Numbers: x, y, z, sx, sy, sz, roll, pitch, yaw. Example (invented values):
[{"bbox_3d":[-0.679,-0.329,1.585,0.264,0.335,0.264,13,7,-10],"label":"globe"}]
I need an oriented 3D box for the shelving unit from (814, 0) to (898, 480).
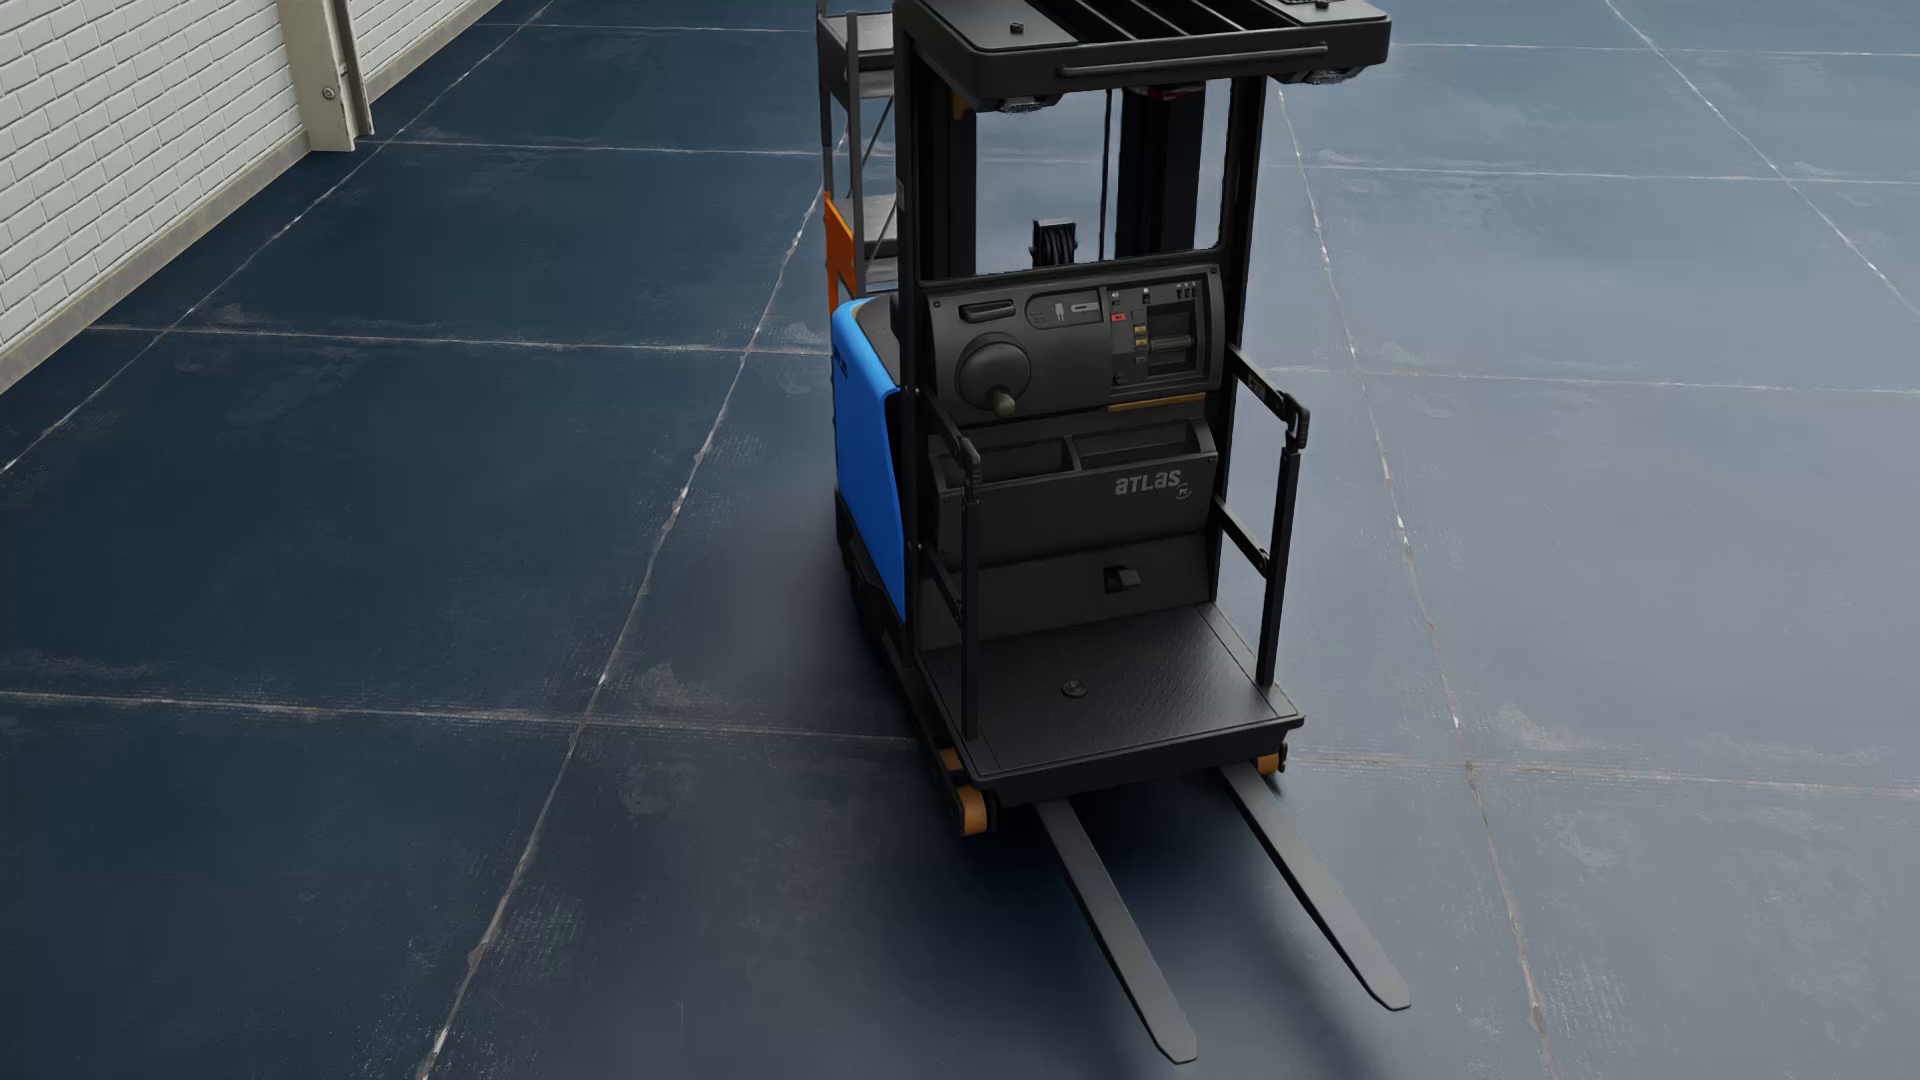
[{"bbox_3d":[-0.266,-1.062,6.471,0.431,2.100,0.503,-9,33,-14],"label":"shelving unit"}]

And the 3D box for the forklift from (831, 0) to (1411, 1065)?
[{"bbox_3d":[0.425,-0.549,4.848,1.130,2.935,3.031,-9,33,-14],"label":"forklift"}]

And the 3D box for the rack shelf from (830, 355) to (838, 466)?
[{"bbox_3d":[-0.266,-0.454,6.846,0.431,0.518,0.480,-9,33,-14],"label":"rack shelf"}]

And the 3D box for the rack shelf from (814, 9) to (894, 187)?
[{"bbox_3d":[-0.266,-1.646,6.111,0.431,0.518,0.480,-9,33,-14],"label":"rack shelf"}]

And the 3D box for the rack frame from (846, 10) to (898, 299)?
[{"bbox_3d":[-0.195,-0.939,6.272,0.400,2.100,0.015,-9,33,-14],"label":"rack frame"}]

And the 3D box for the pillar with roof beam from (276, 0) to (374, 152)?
[{"bbox_3d":[0.177,-6.298,8.392,9.100,9.000,0.400,2,32,4],"label":"pillar with roof beam"}]

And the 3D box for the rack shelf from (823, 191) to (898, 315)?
[{"bbox_3d":[-0.266,-1.050,6.478,0.431,0.518,0.480,-9,33,-14],"label":"rack shelf"}]

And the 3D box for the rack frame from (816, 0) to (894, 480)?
[{"bbox_3d":[-0.336,-1.184,6.670,0.400,2.100,0.015,-9,33,-14],"label":"rack frame"}]
